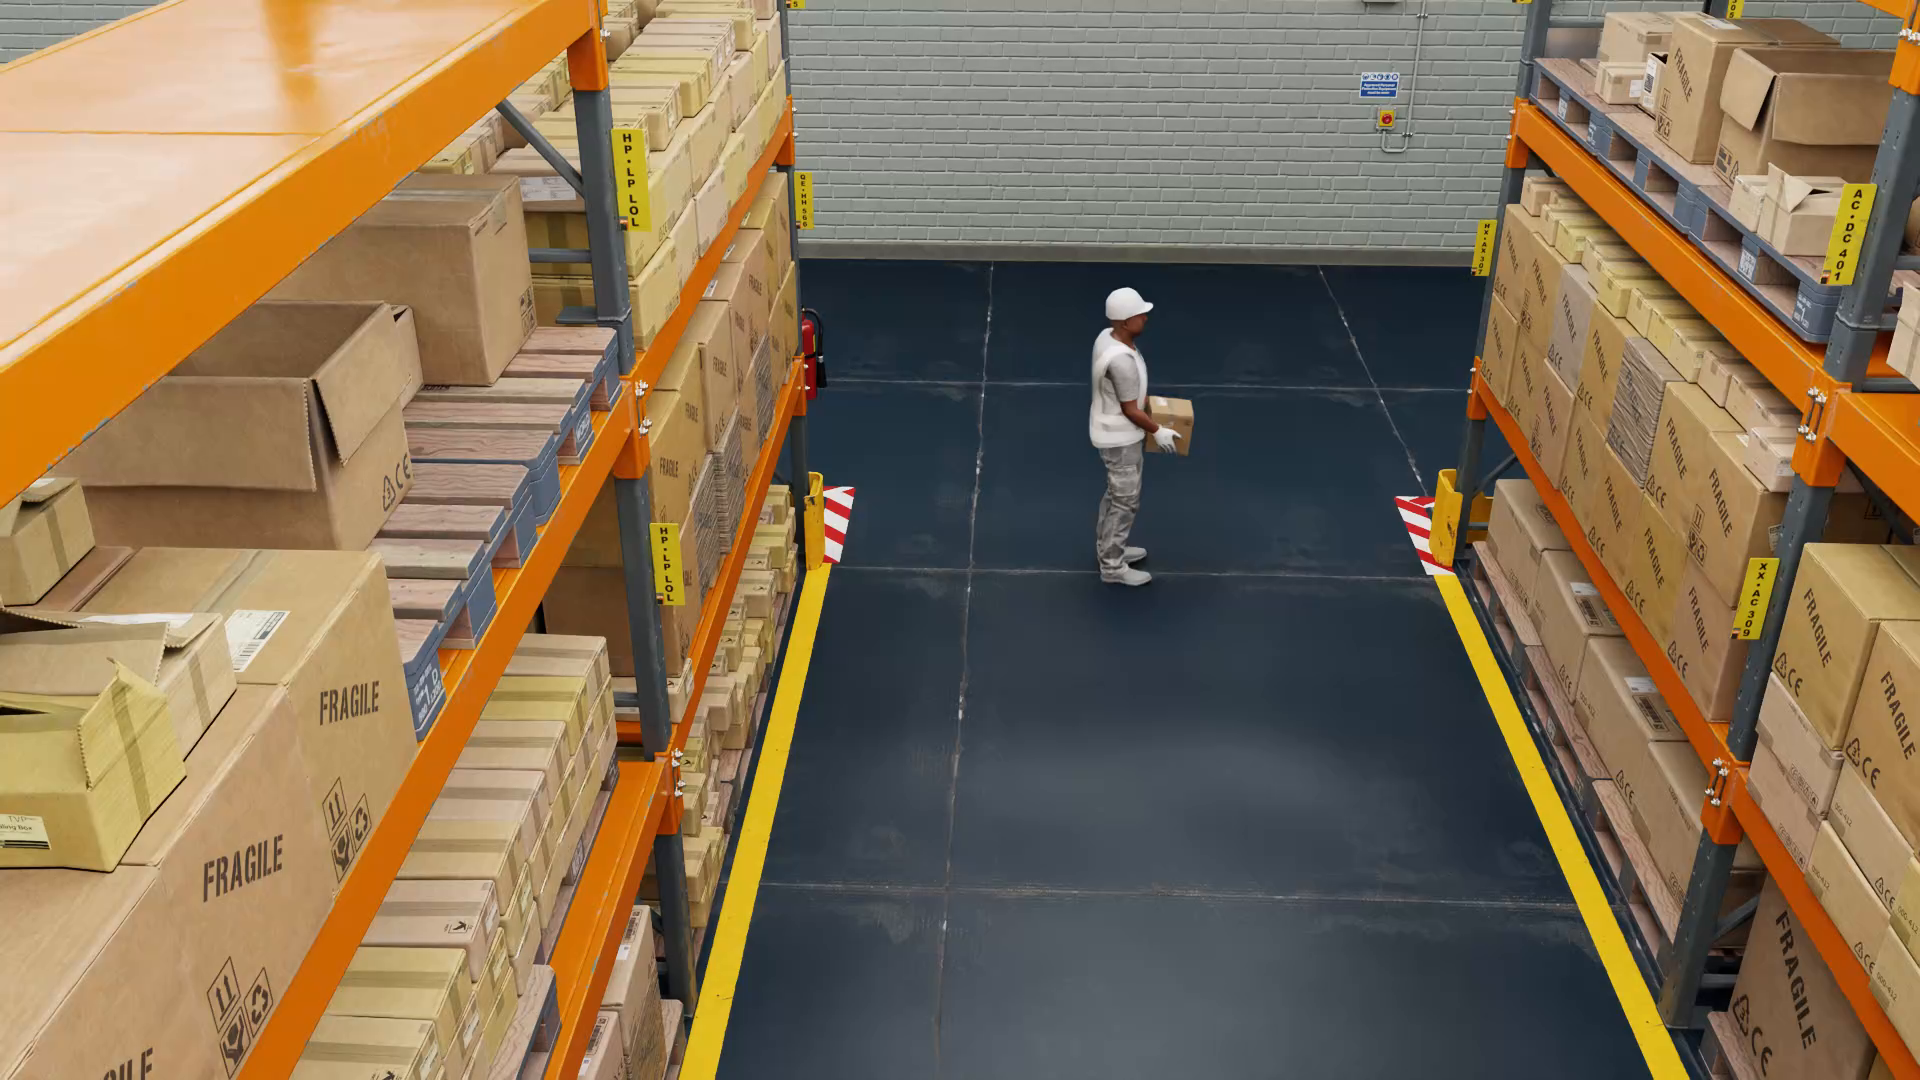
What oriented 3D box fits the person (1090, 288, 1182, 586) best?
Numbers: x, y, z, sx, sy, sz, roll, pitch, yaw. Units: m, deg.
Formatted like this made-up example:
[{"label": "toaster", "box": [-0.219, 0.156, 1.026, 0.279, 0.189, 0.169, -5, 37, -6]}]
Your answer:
[{"label": "person", "box": [1.021, -0.617, 9.768, 0.531, 1.789, 0.537, 1, 28, 1]}]
